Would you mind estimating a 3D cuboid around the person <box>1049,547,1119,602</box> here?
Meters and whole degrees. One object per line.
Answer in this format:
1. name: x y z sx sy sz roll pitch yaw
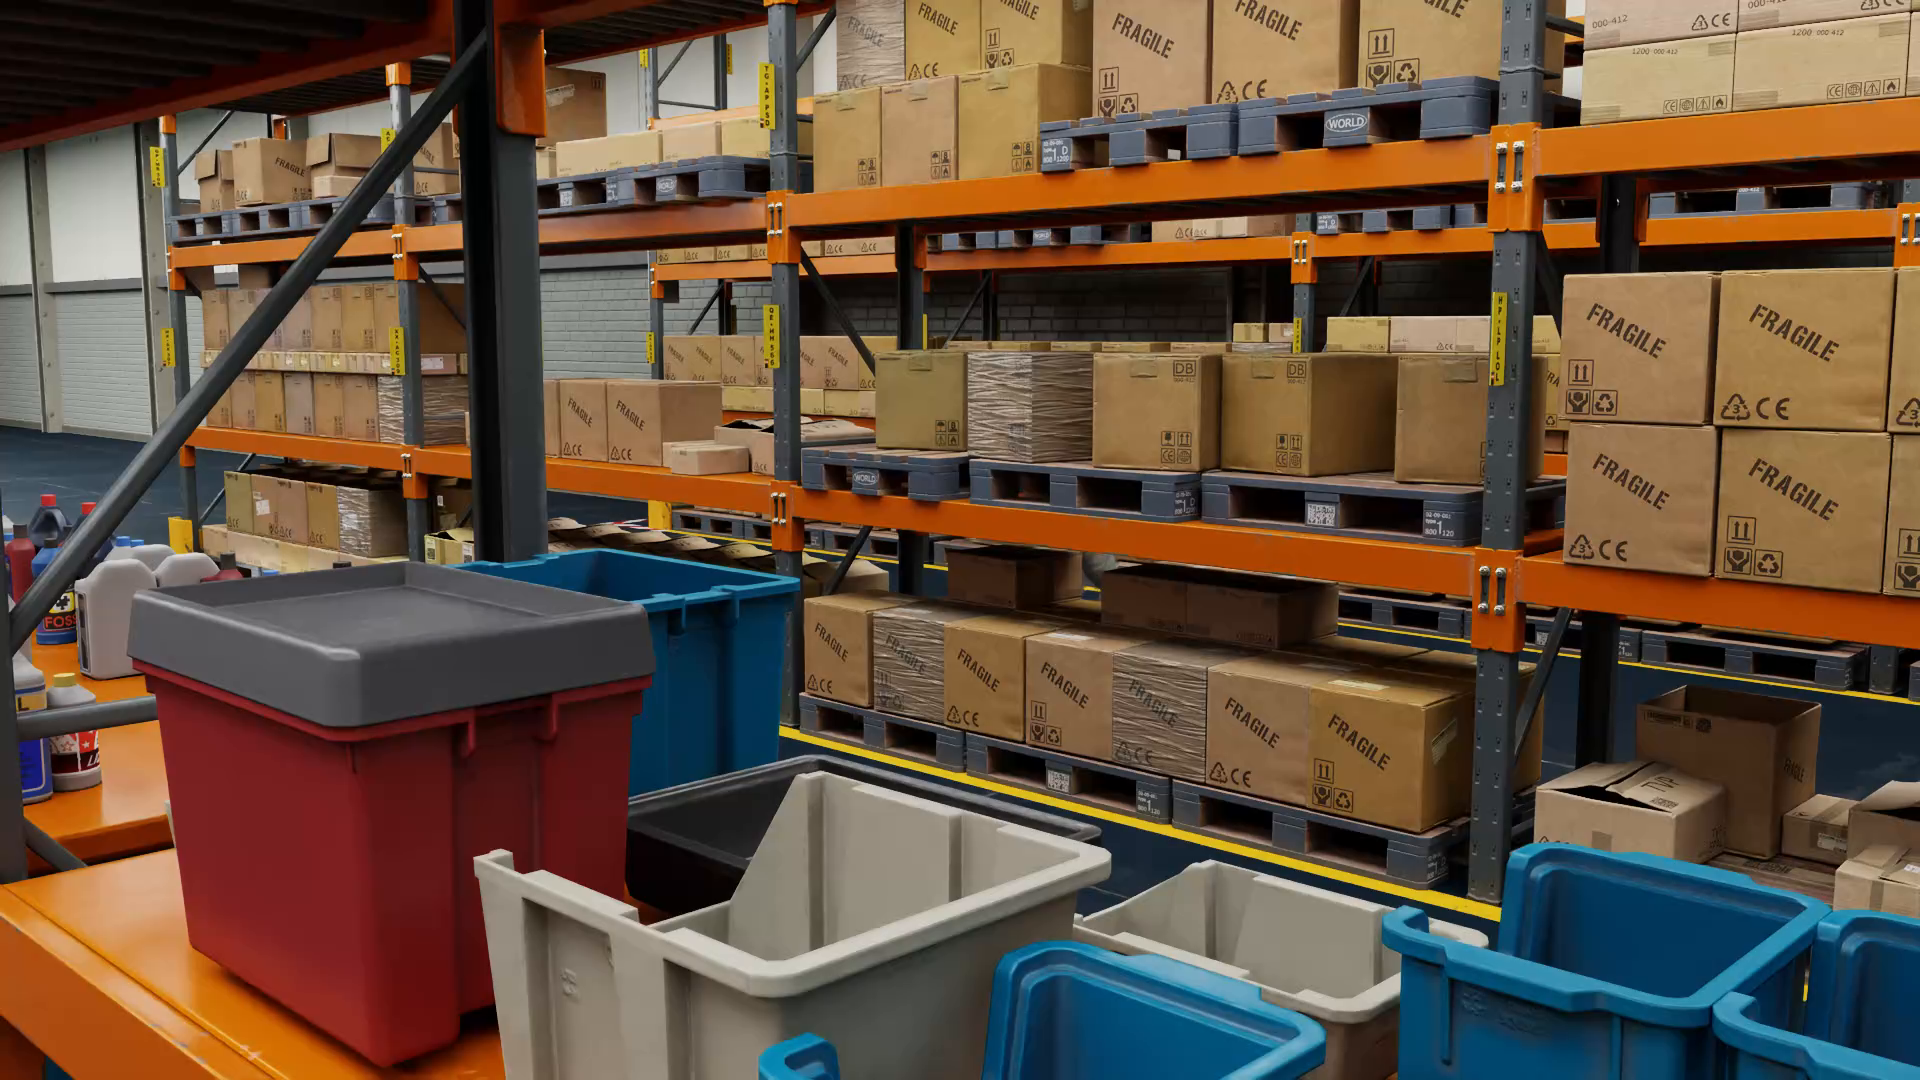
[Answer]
1. person: 0.791 0.003 10.783 0.519 1.542 0.591 7 10 44
